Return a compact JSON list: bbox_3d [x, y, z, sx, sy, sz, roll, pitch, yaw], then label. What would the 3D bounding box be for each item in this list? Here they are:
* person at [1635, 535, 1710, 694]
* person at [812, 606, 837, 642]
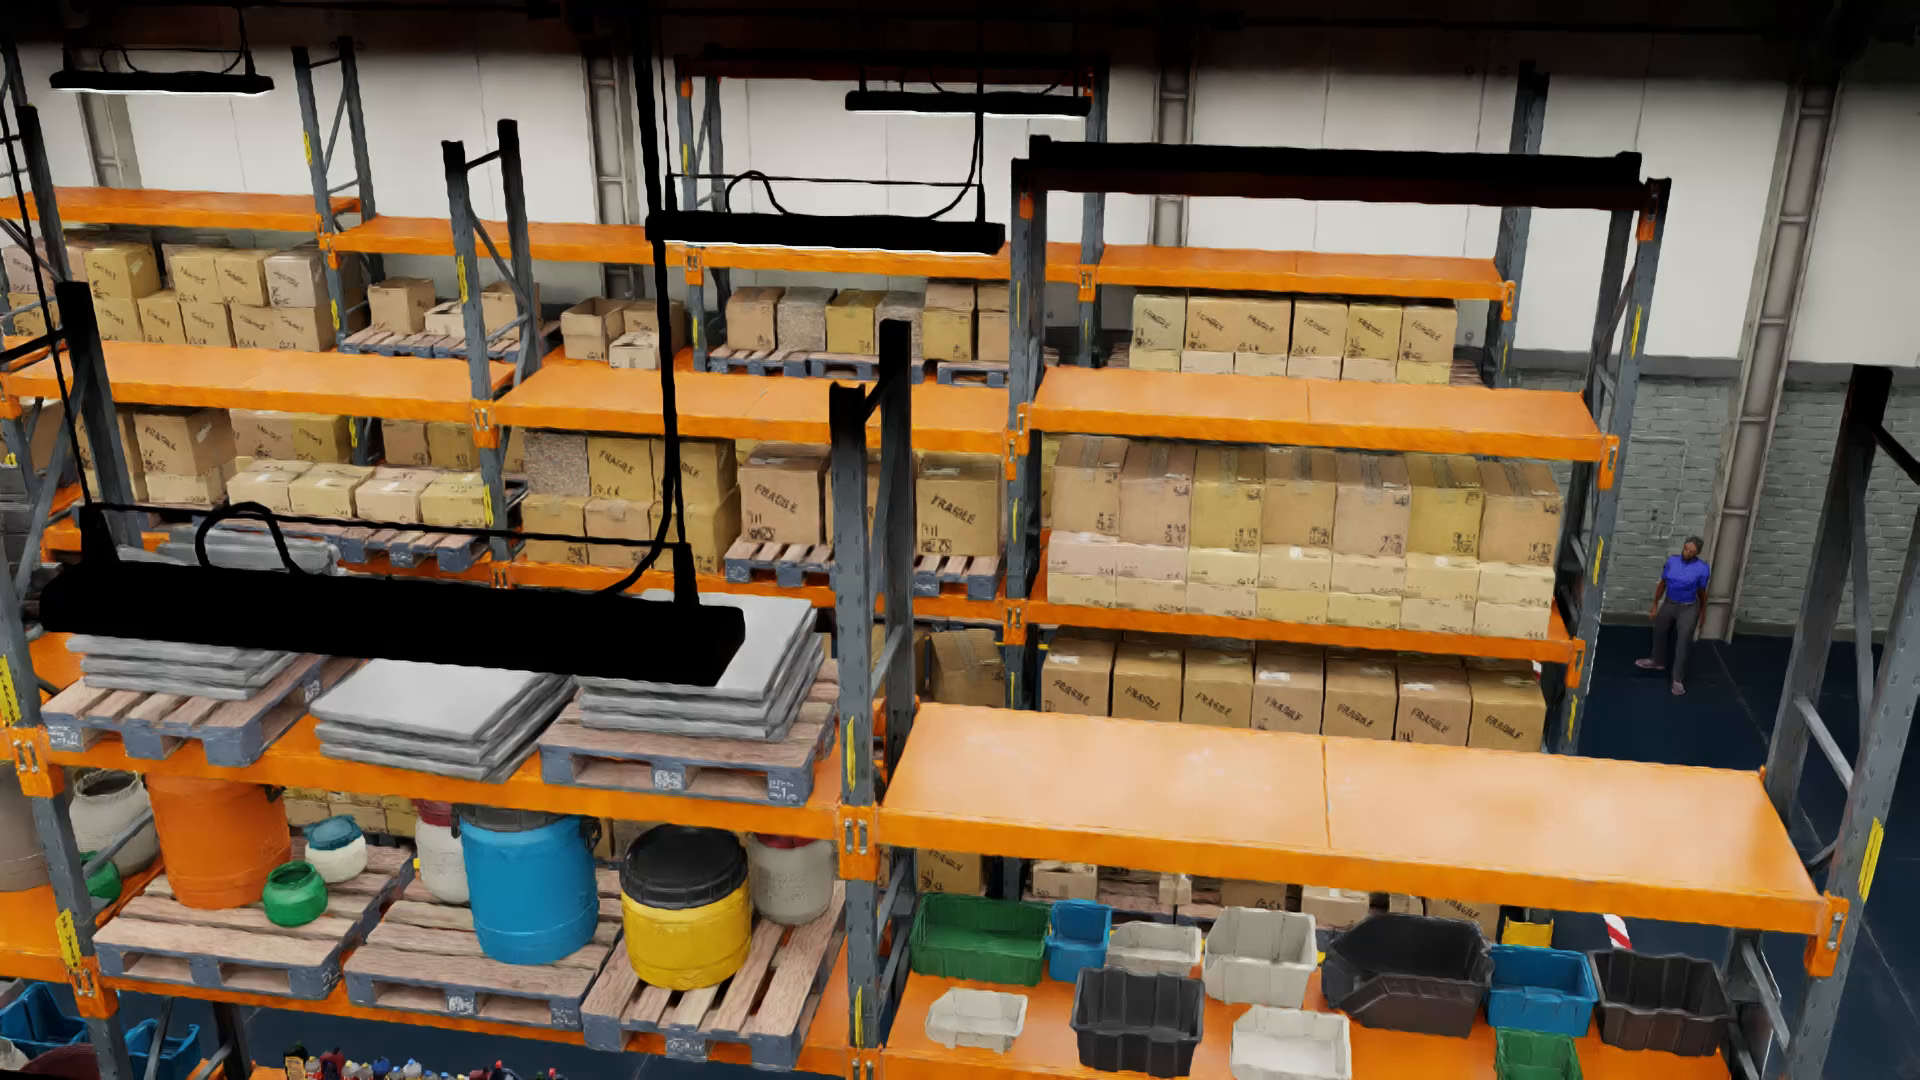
[{"bbox_3d":[7.156,0.666,16.690,0.451,1.656,0.650,-19,29,-37],"label":"person"},{"bbox_3d":[-1.329,0.765,16.584,1.111,1.530,0.600,3,23,8],"label":"person"}]
